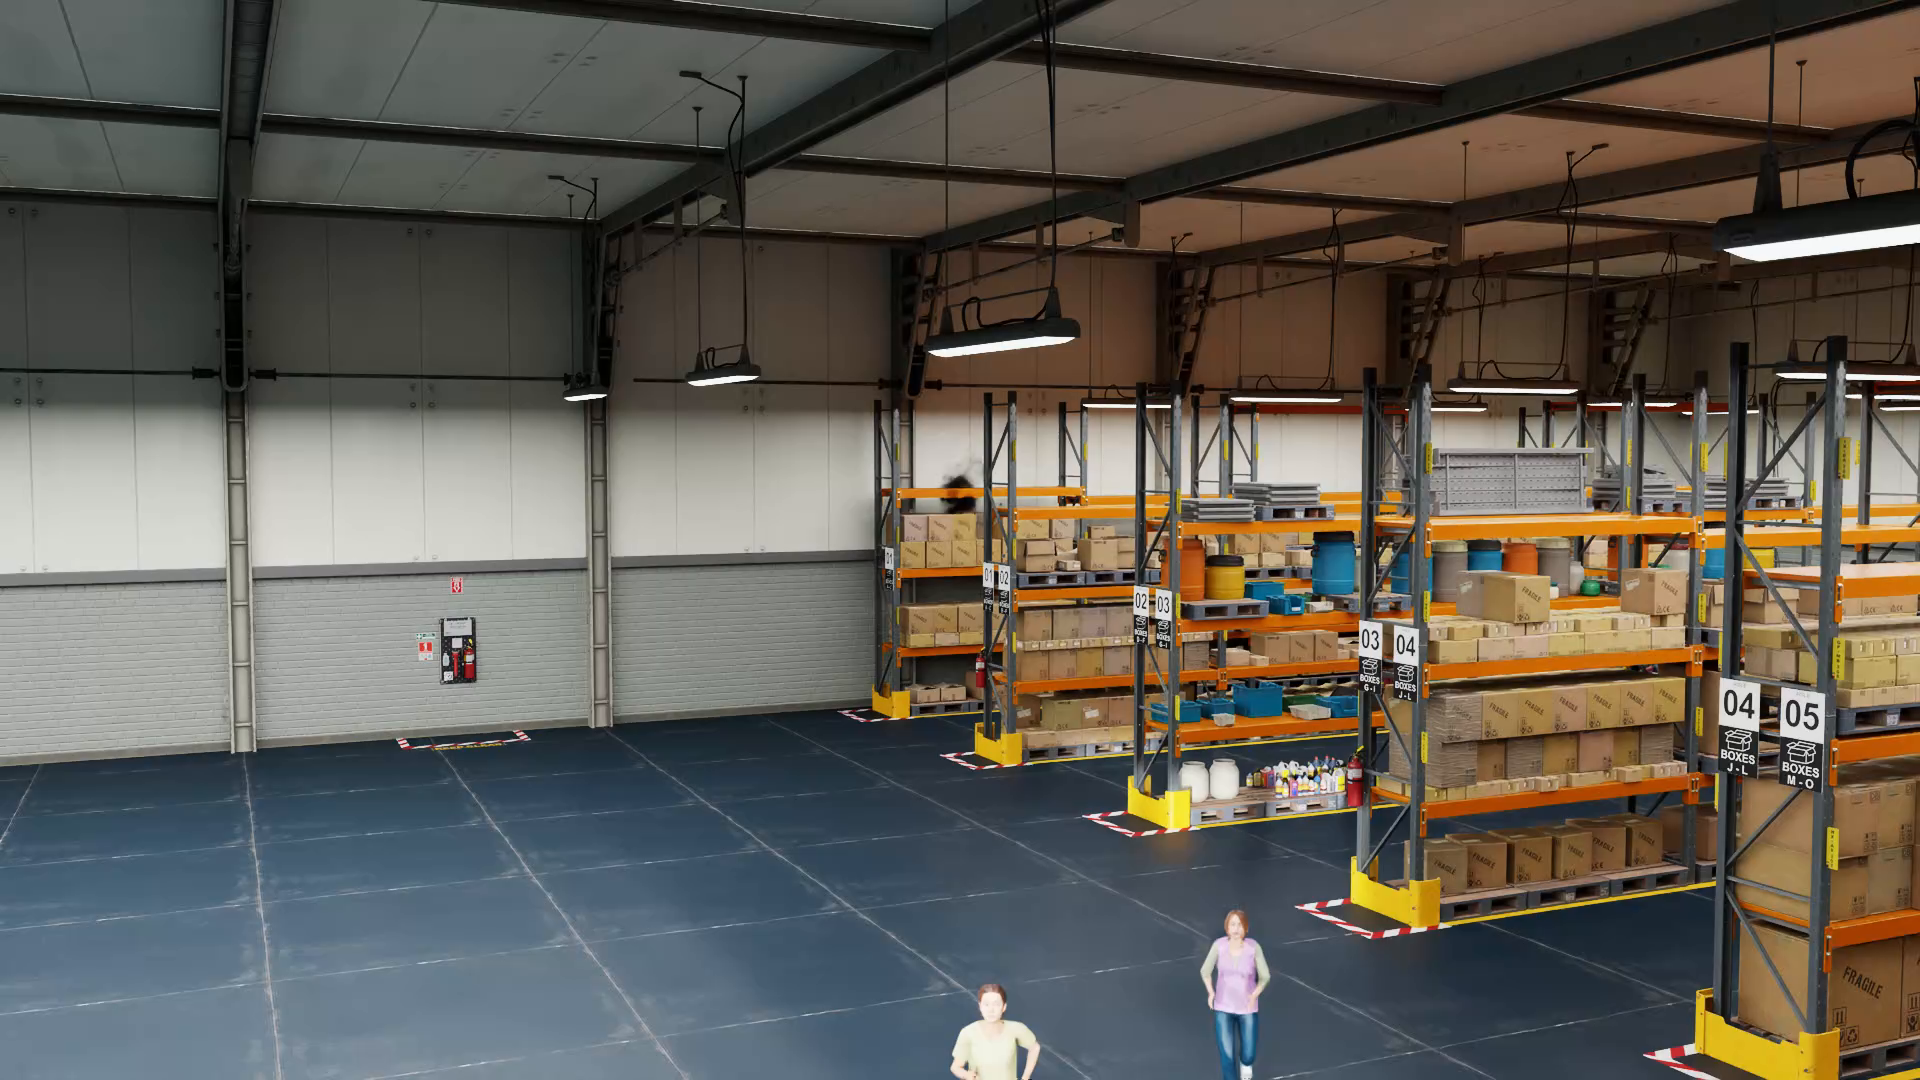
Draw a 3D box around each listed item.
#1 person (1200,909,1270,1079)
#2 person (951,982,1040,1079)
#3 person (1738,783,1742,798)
[{"bbox_3d":[2.135,3.635,12.933,0.538,1.546,0.608,1,3,11],"label":"person"},{"bbox_3d":[0.217,3.704,10.724,0.558,1.705,0.670,0,3,8],"label":"person"},{"bbox_3d":[11.530,2.936,23.906,0.895,1.671,0.594,-2,4,-36],"label":"person"}]
